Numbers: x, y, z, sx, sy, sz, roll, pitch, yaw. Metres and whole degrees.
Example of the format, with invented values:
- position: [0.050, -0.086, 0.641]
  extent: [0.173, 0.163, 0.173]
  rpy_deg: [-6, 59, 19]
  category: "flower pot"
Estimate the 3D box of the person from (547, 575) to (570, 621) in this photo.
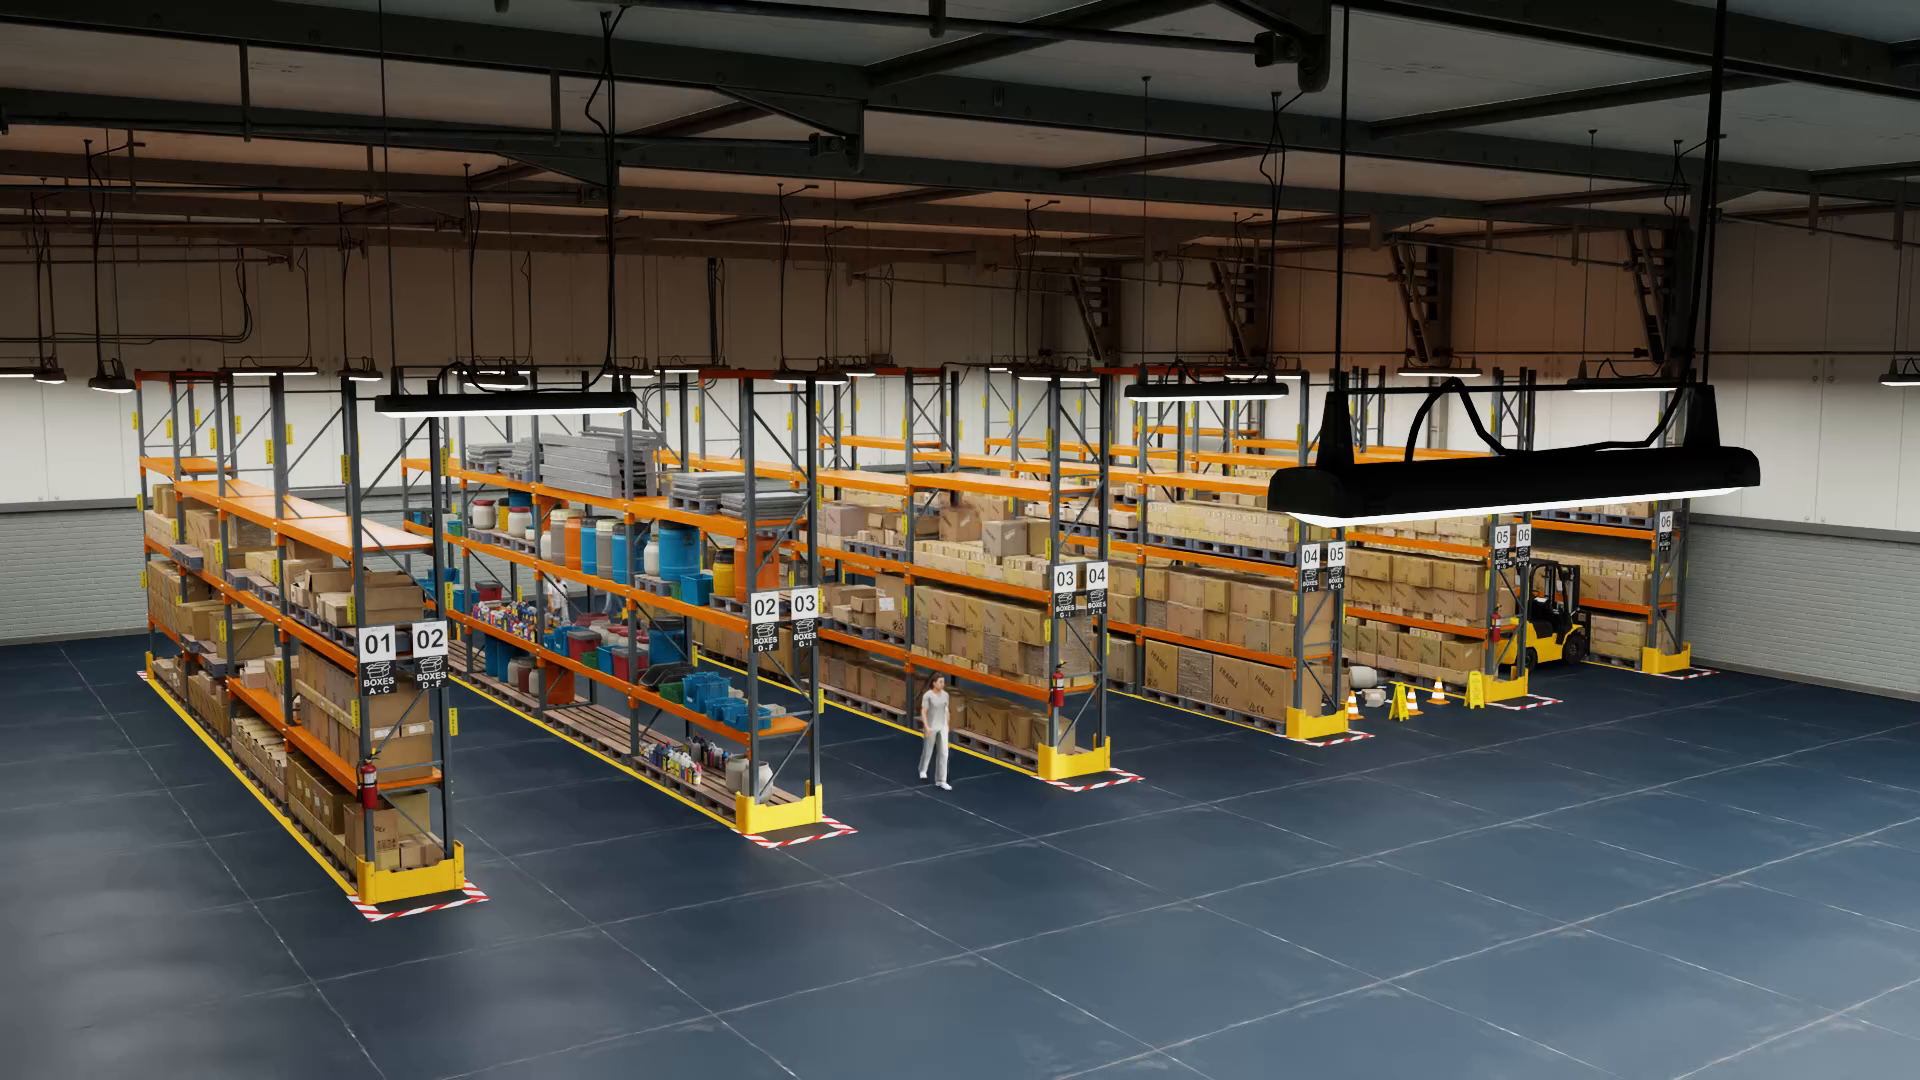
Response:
- position: [-8.756, 1.434, 36.175]
  extent: [0.491, 1.603, 1.043]
  rpy_deg: [-4, 8, -34]
  category: "person"

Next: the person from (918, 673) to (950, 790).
- position: [-0.334, 2.771, 24.404]
  extent: [0.531, 1.644, 0.834]
  rpy_deg: [-4, 8, -31]
  category: "person"

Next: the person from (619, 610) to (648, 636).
- position: [-5.988, 2.043, 30.497]
  extent: [0.565, 1.725, 0.486]
  rpy_deg: [0, 6, 1]
  category: "person"

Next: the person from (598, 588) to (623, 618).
- position: [-8.287, 1.039, 39.254]
  extent: [0.584, 1.736, 0.923]
  rpy_deg: [6, 8, 40]
  category: "person"
